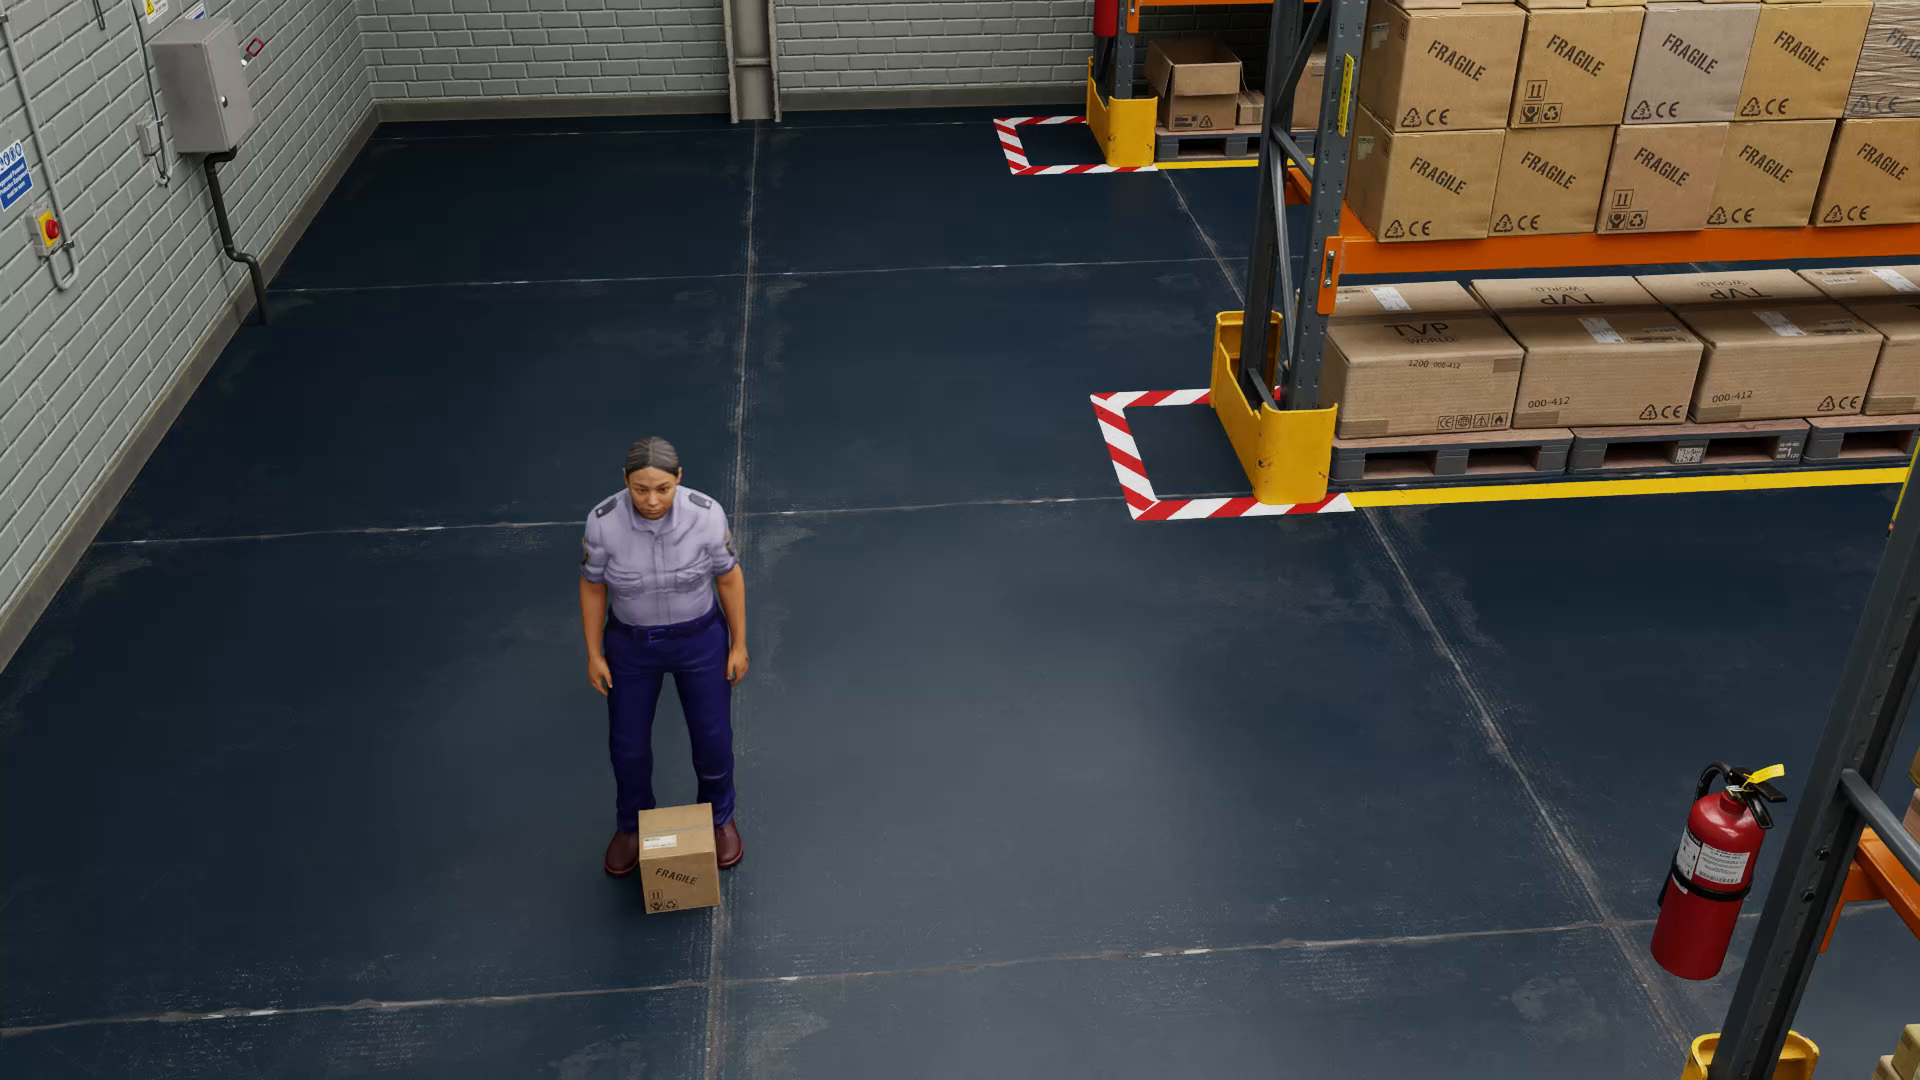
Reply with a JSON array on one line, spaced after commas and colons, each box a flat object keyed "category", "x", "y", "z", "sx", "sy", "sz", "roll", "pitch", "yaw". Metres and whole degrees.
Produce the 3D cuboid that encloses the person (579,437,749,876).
[{"category": "person", "x": -0.985, "y": 0.367, "z": 5.536, "sx": 0.560, "sy": 1.653, "sz": 0.366, "roll": -4, "pitch": 32, "yaw": -6}]
